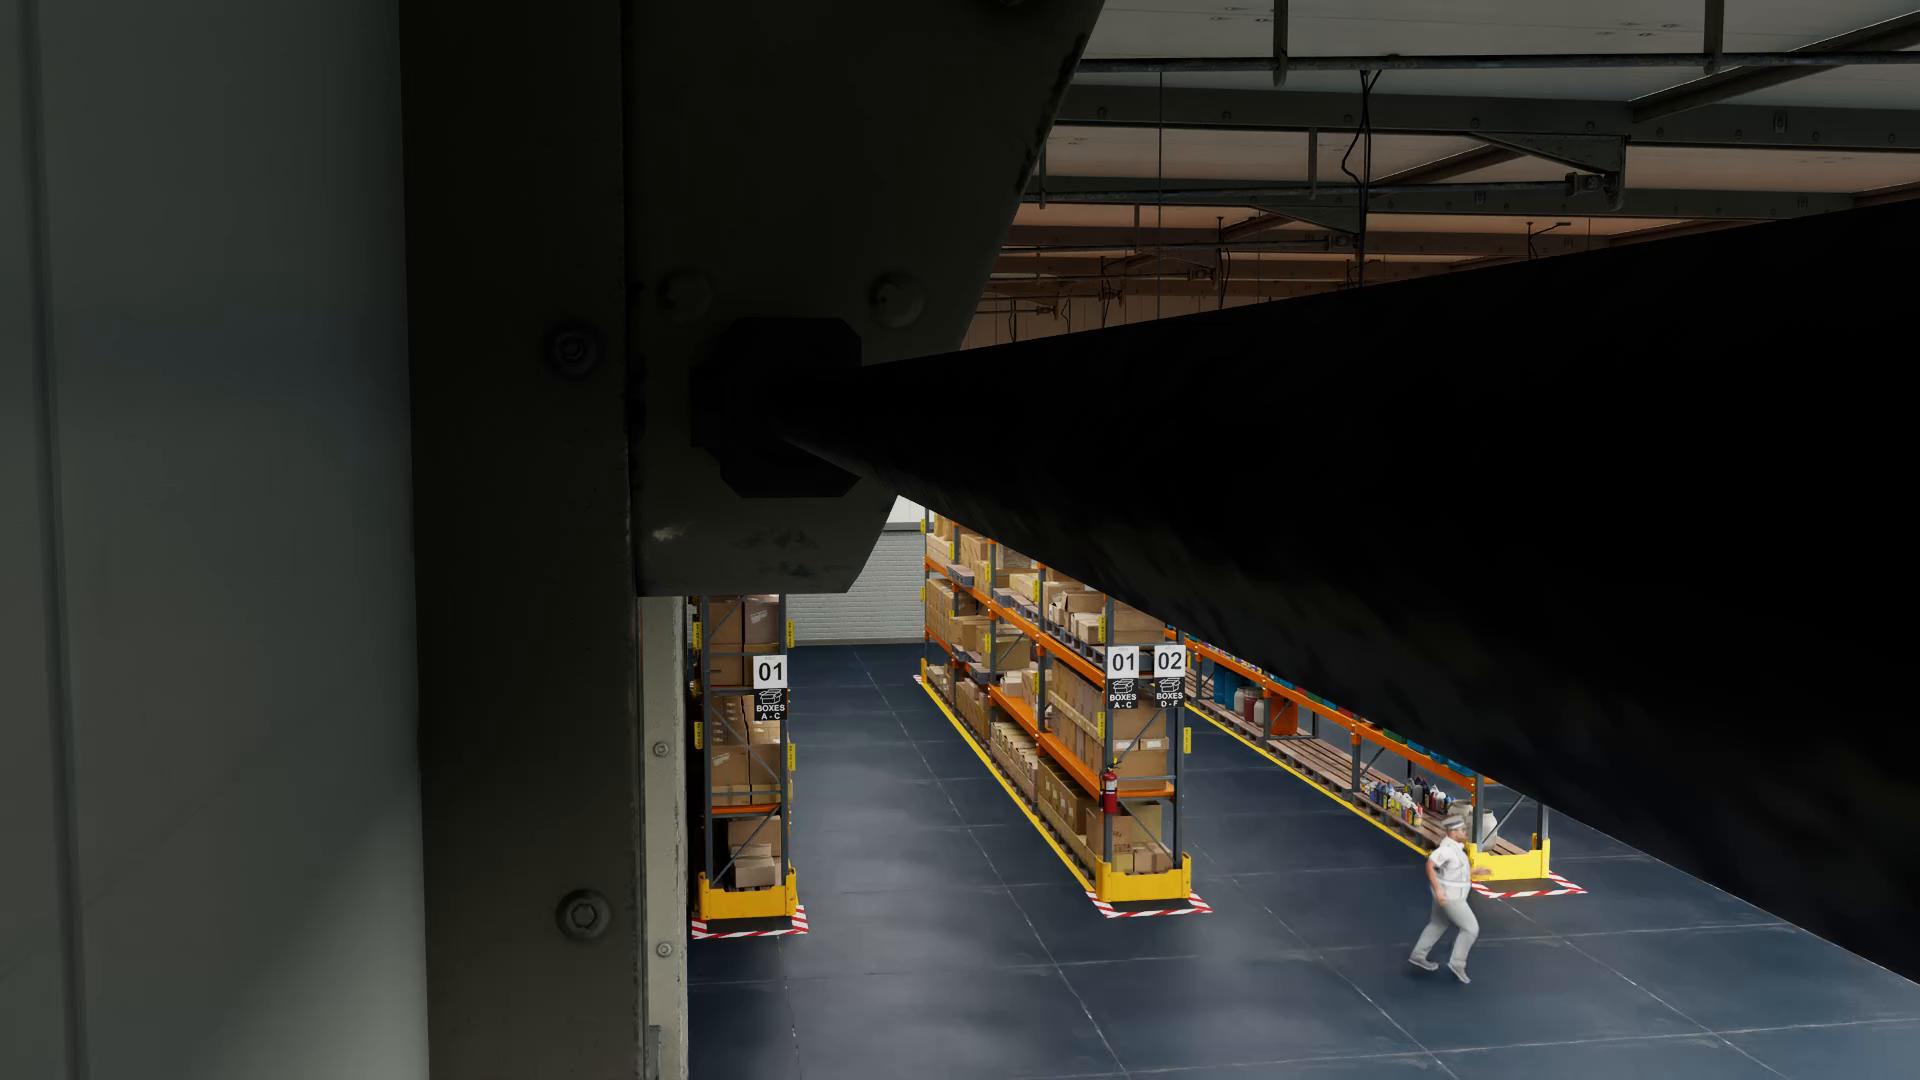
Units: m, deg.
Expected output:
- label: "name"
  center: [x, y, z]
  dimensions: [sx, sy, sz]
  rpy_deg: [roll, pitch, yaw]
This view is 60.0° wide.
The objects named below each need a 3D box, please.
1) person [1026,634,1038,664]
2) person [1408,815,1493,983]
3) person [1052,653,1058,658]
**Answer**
- label: "person"
  center: [1.543, 2.279, 36.739]
  dimensions: [0.553, 1.688, 0.691]
  rpy_deg: [5, 7, 44]
- label: "person"
  center: [5.311, 3.877, 17.994]
  dimensions: [0.854, 1.840, 0.628]
  rpy_deg: [1, 5, 12]
- label: "person"
  center: [2.196, 2.427, 34.344]
  dimensions: [0.664, 1.710, 0.971]
  rpy_deg: [-1, 5, -14]
